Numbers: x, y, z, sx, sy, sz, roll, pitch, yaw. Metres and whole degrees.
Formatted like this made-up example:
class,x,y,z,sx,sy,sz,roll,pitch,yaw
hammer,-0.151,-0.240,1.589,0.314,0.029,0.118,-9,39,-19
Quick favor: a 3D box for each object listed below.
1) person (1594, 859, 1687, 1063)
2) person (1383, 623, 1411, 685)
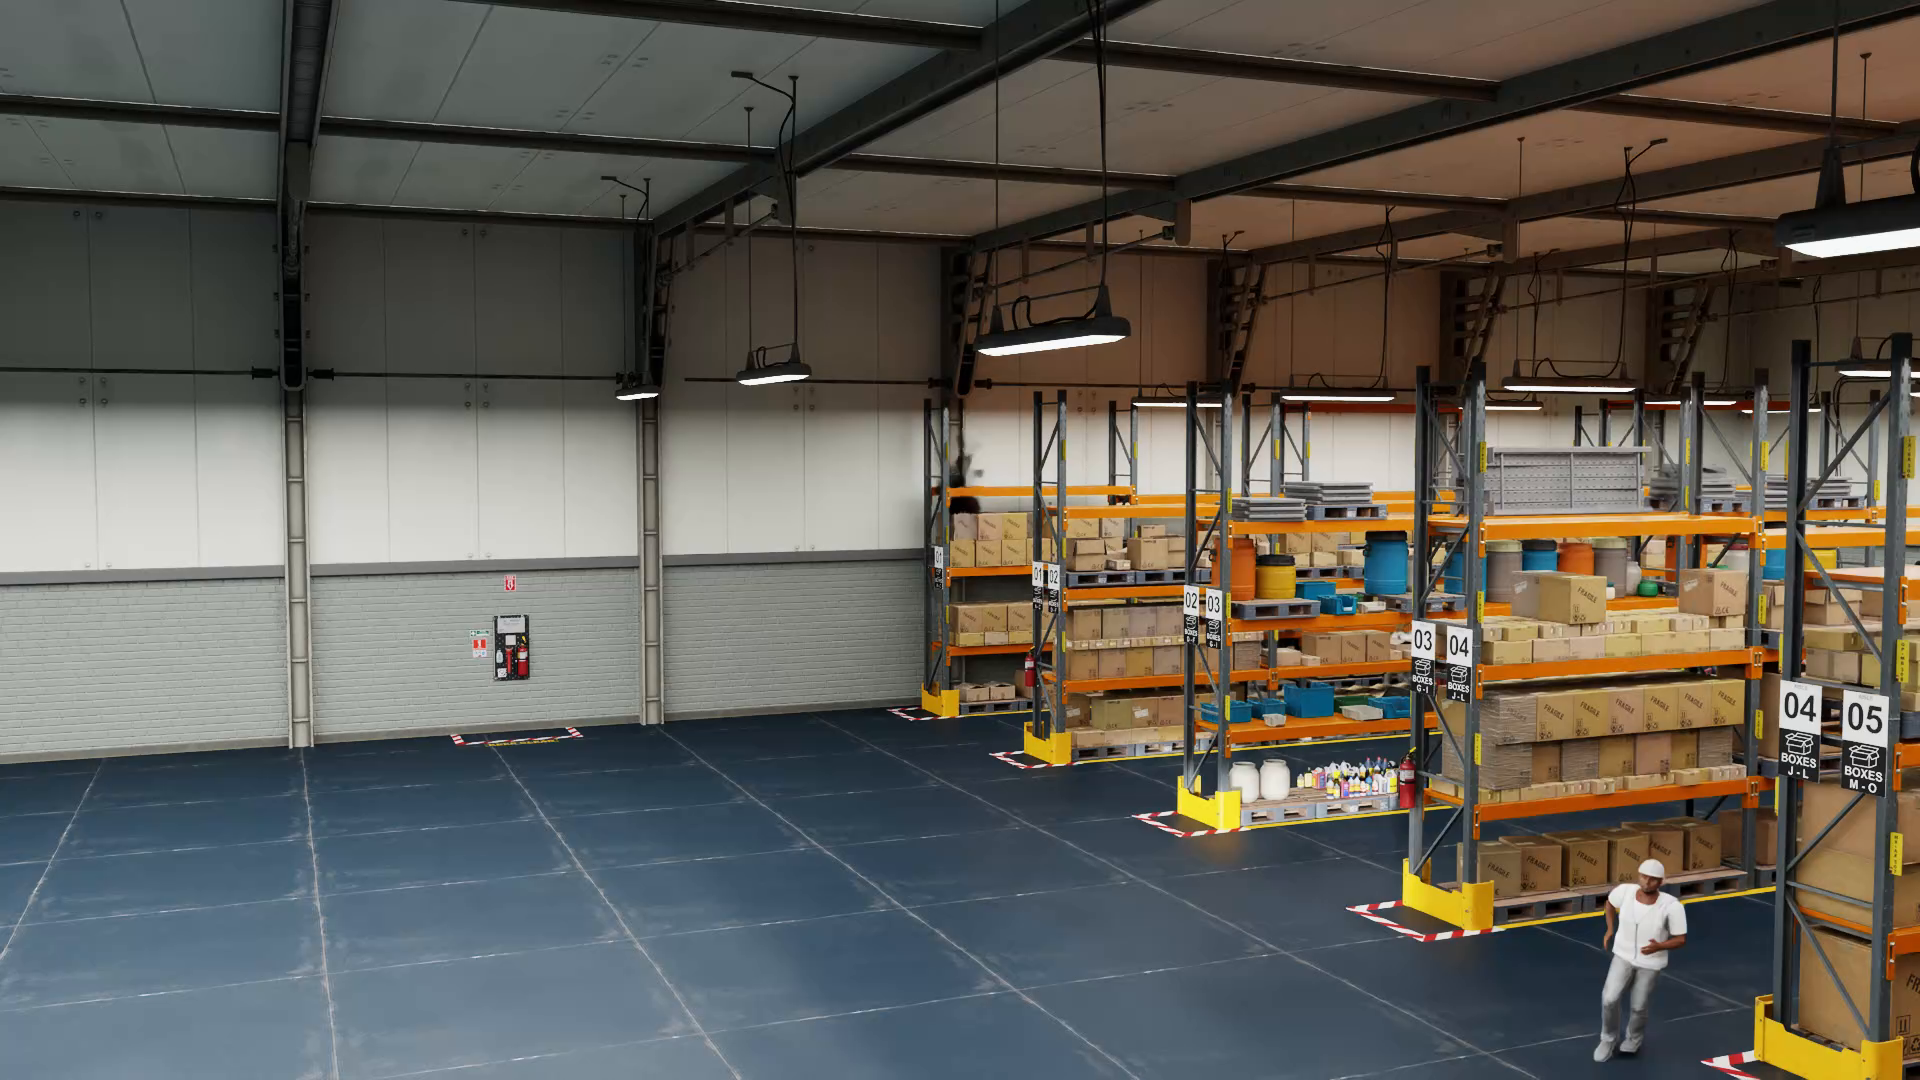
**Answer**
class,x,y,z,sx,sy,sz,roll,pitch,yaw
person,5.655,3.497,13.789,0.693,1.760,0.708,2,4,35
person,8.633,2.374,32.962,1.005,1.656,0.620,-2,4,-32
